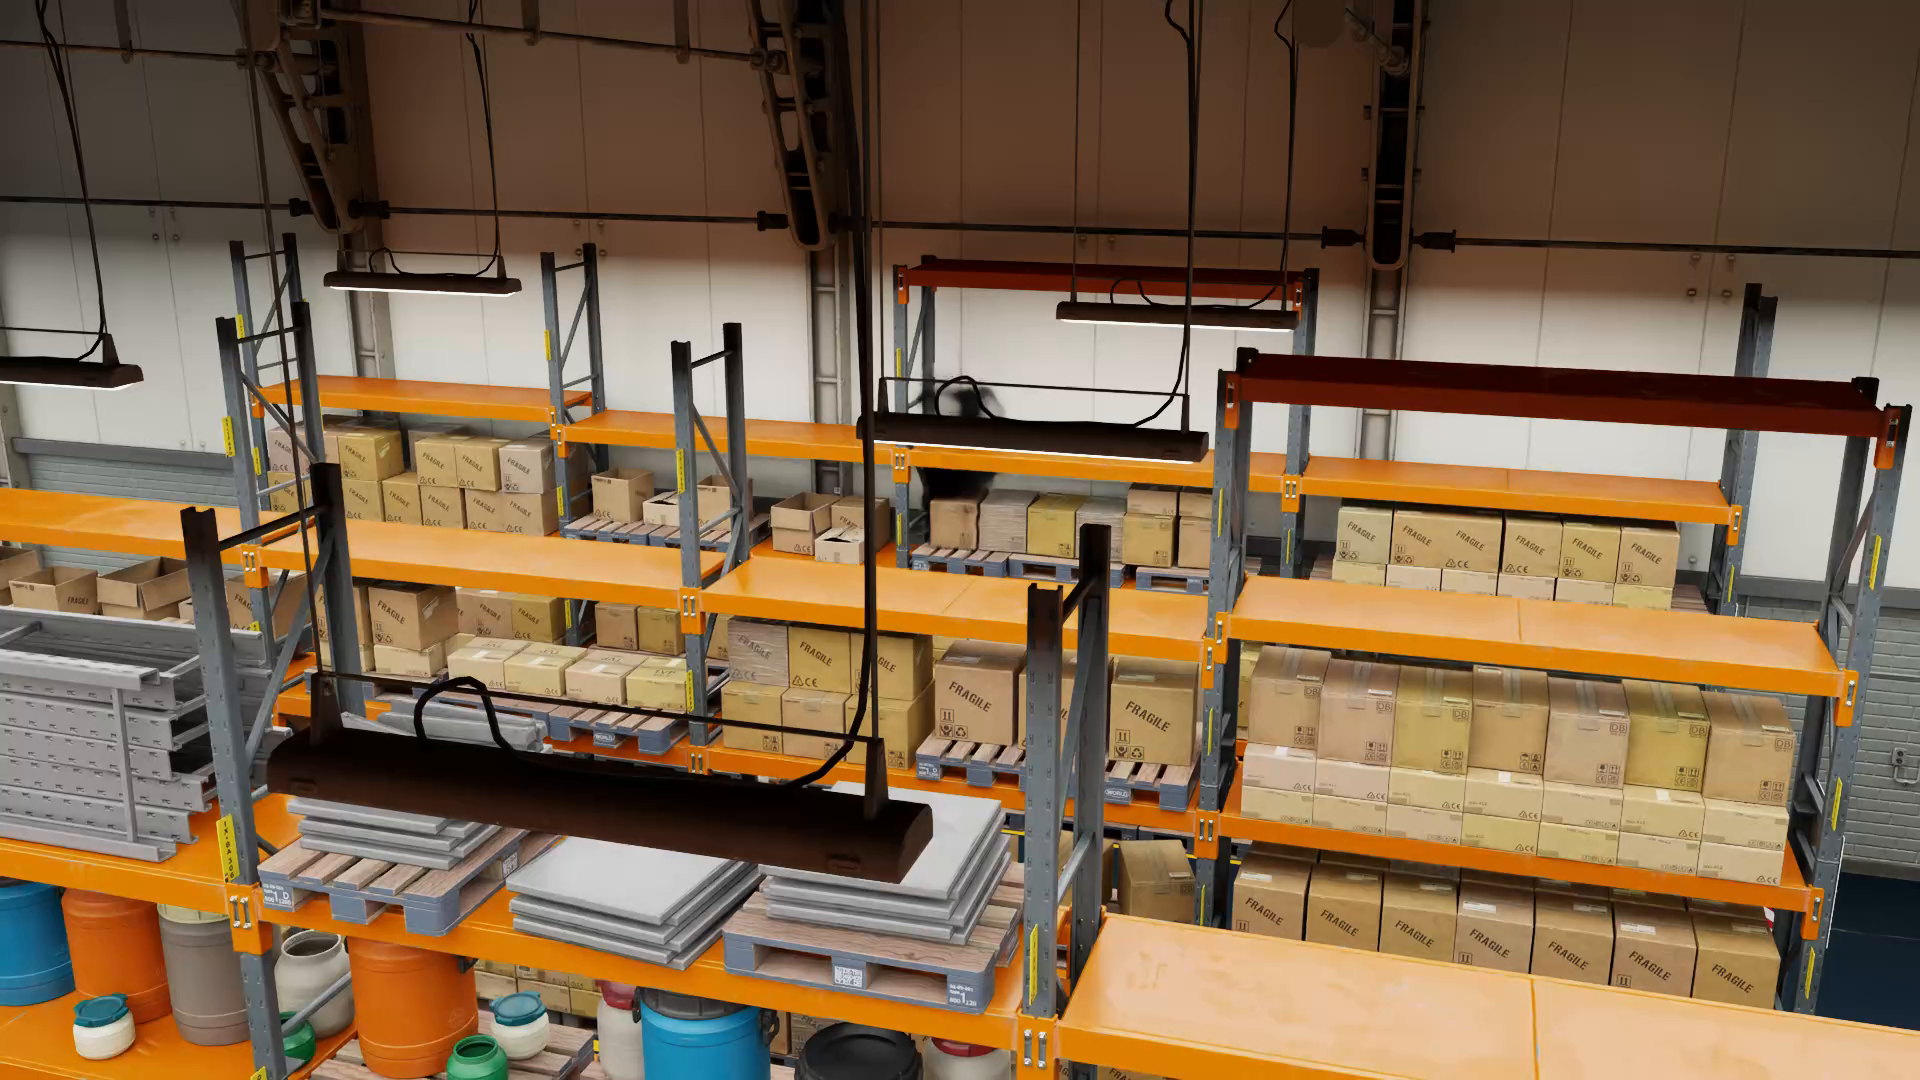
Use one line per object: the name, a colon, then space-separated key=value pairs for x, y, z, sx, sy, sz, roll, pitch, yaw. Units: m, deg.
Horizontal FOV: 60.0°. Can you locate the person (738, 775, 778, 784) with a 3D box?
person: x=-1.982 y=2.734 z=16.125 sx=0.554 sy=1.746 sz=0.641 roll=4 pitch=17 yaw=14
